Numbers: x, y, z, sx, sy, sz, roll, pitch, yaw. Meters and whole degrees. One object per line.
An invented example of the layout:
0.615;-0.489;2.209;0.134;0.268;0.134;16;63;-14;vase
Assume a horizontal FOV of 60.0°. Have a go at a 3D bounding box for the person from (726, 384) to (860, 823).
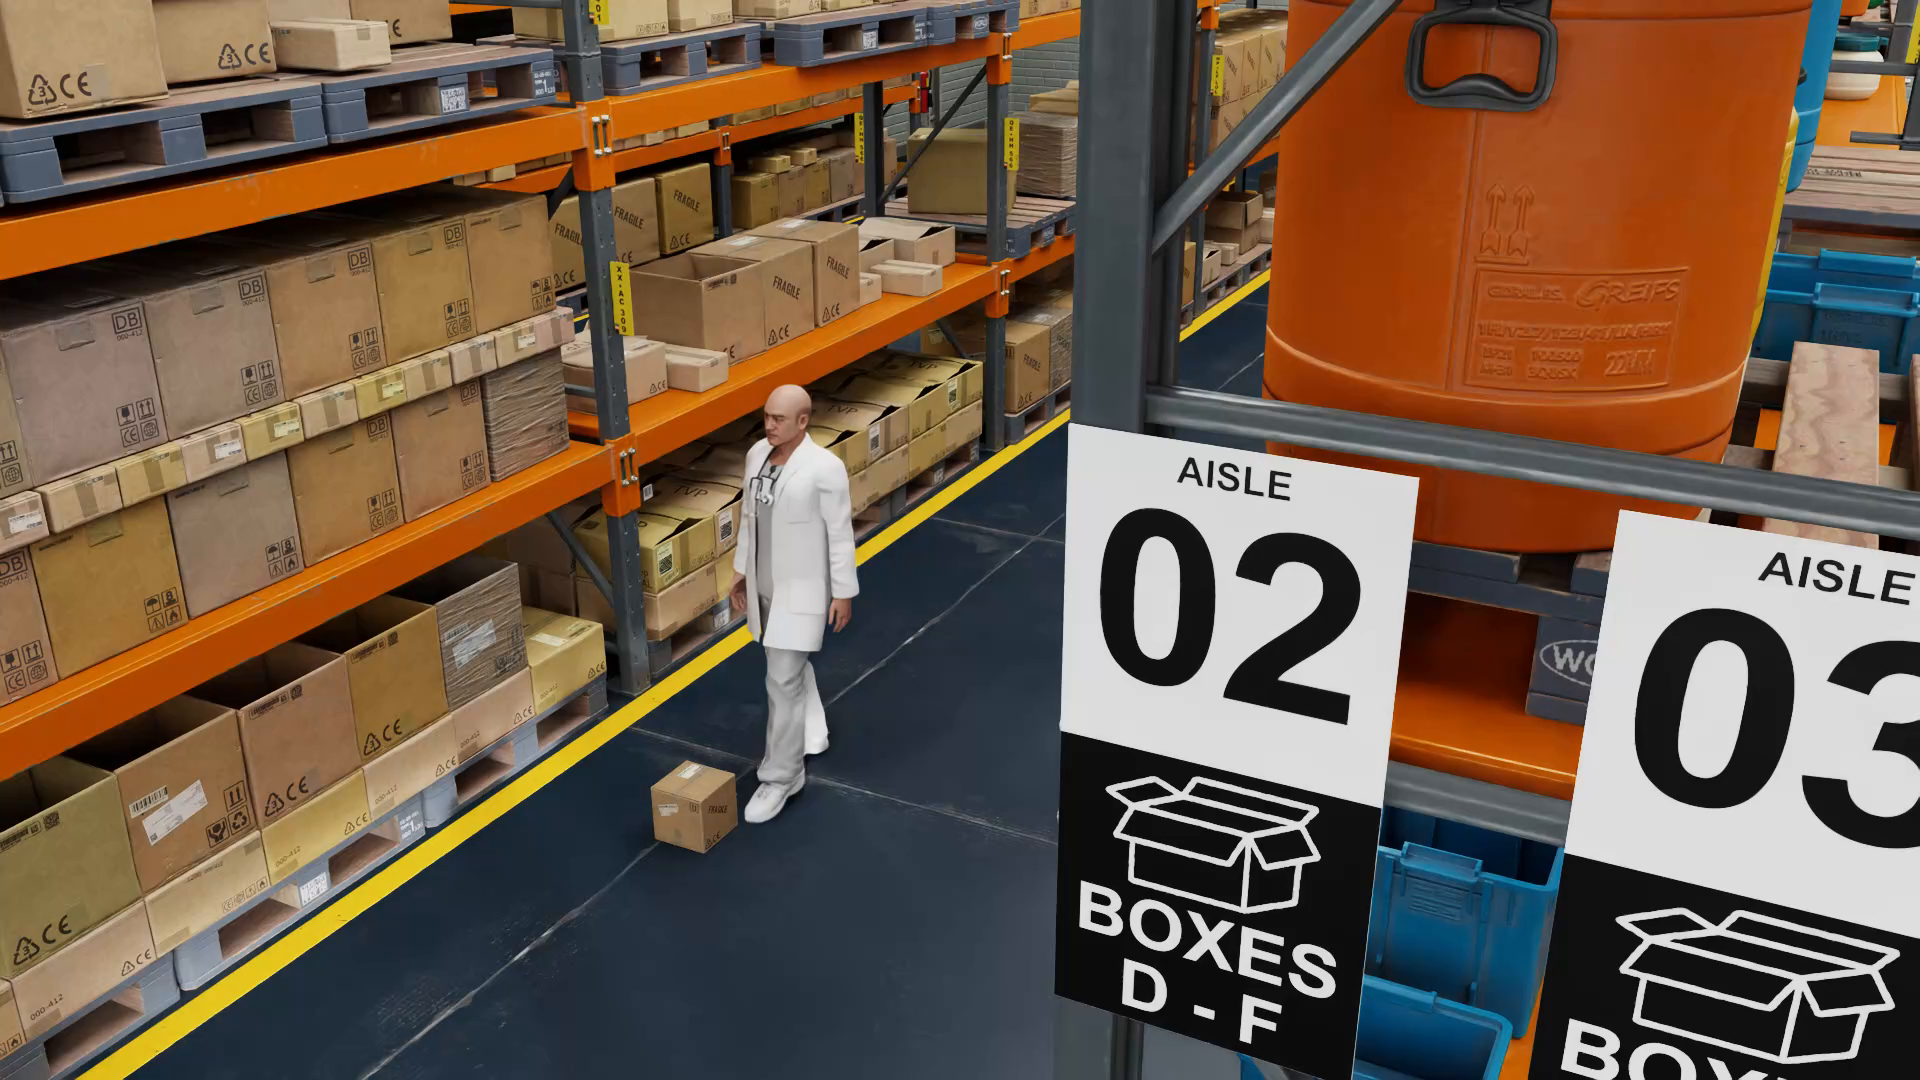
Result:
-0.805;0.236;7.027;0.611;1.789;0.683;20;29;39;person
